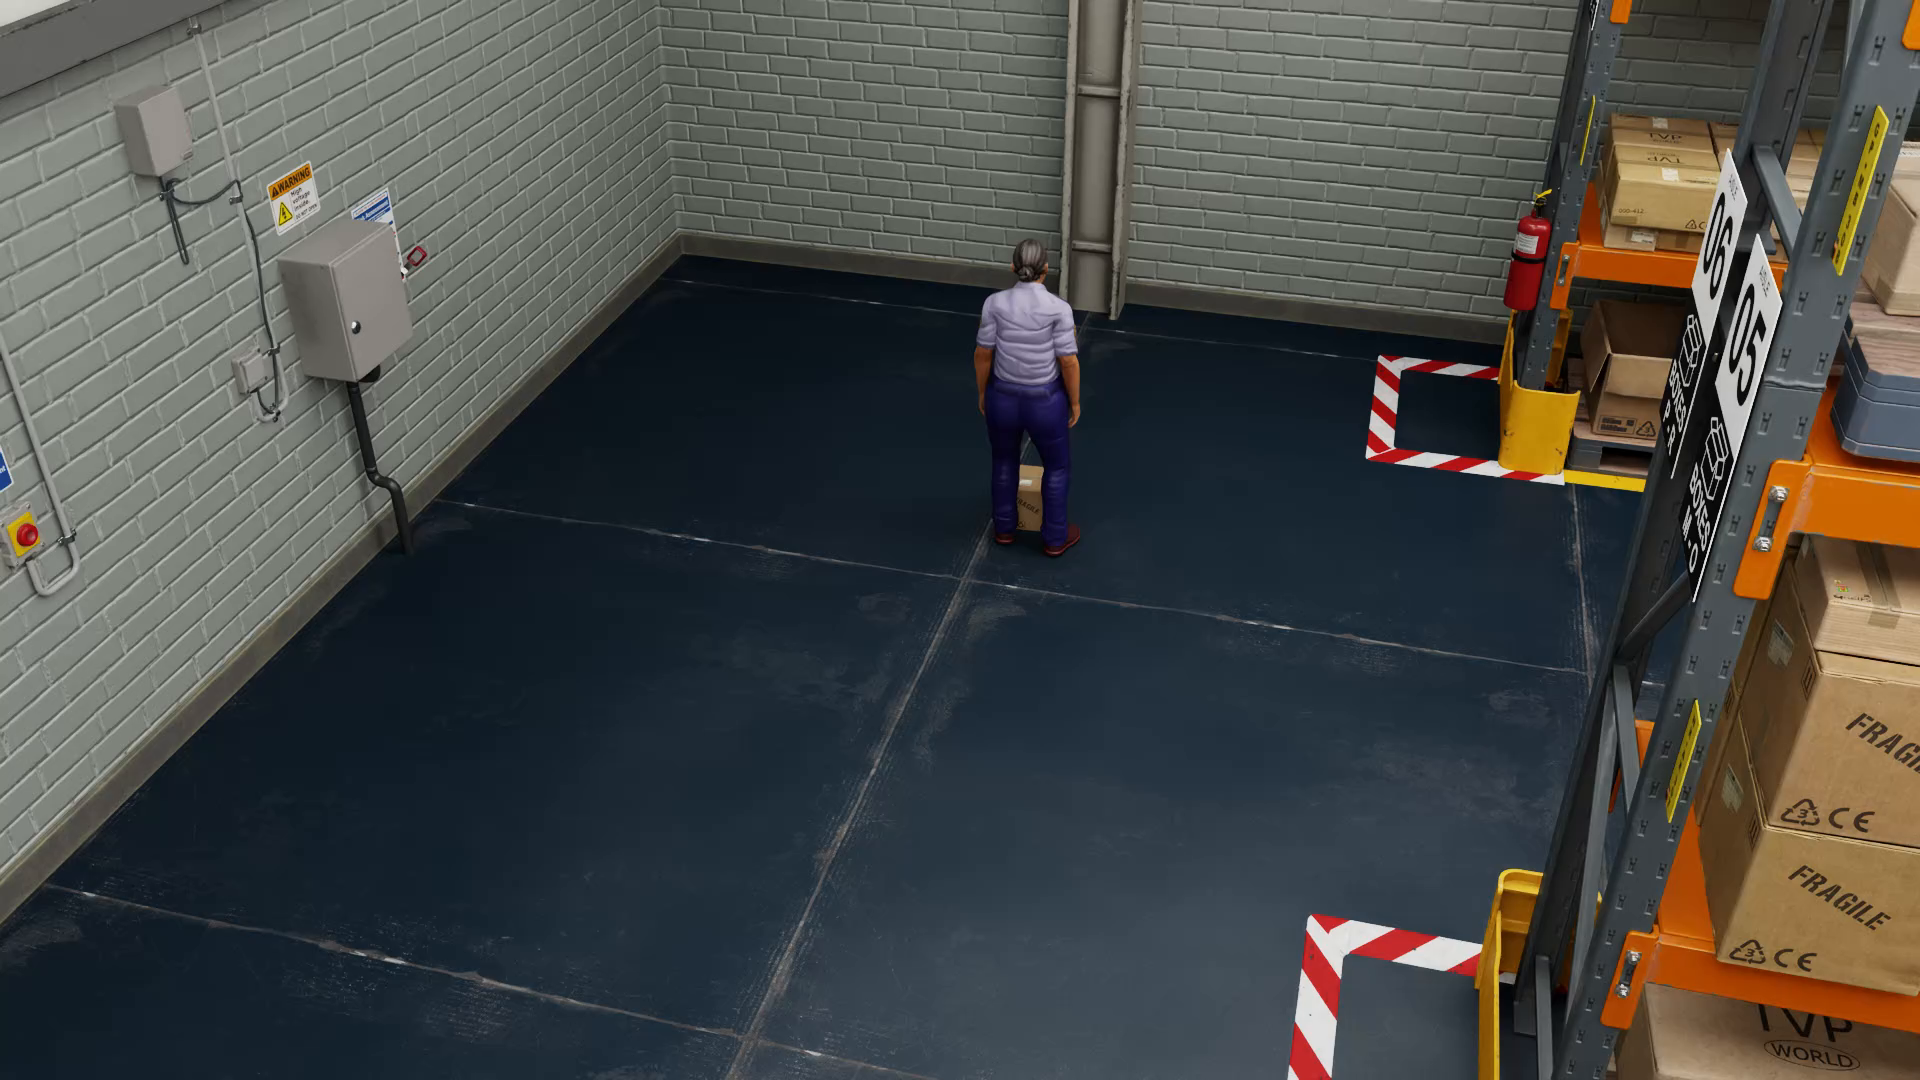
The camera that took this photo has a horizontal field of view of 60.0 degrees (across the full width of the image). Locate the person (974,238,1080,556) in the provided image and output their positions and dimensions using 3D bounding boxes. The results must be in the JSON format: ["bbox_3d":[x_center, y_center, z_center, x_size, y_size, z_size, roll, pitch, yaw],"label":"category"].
[{"bbox_3d":[0.344,-0.690,8.208,0.537,1.651,0.418,8,34,12],"label":"person"}]
